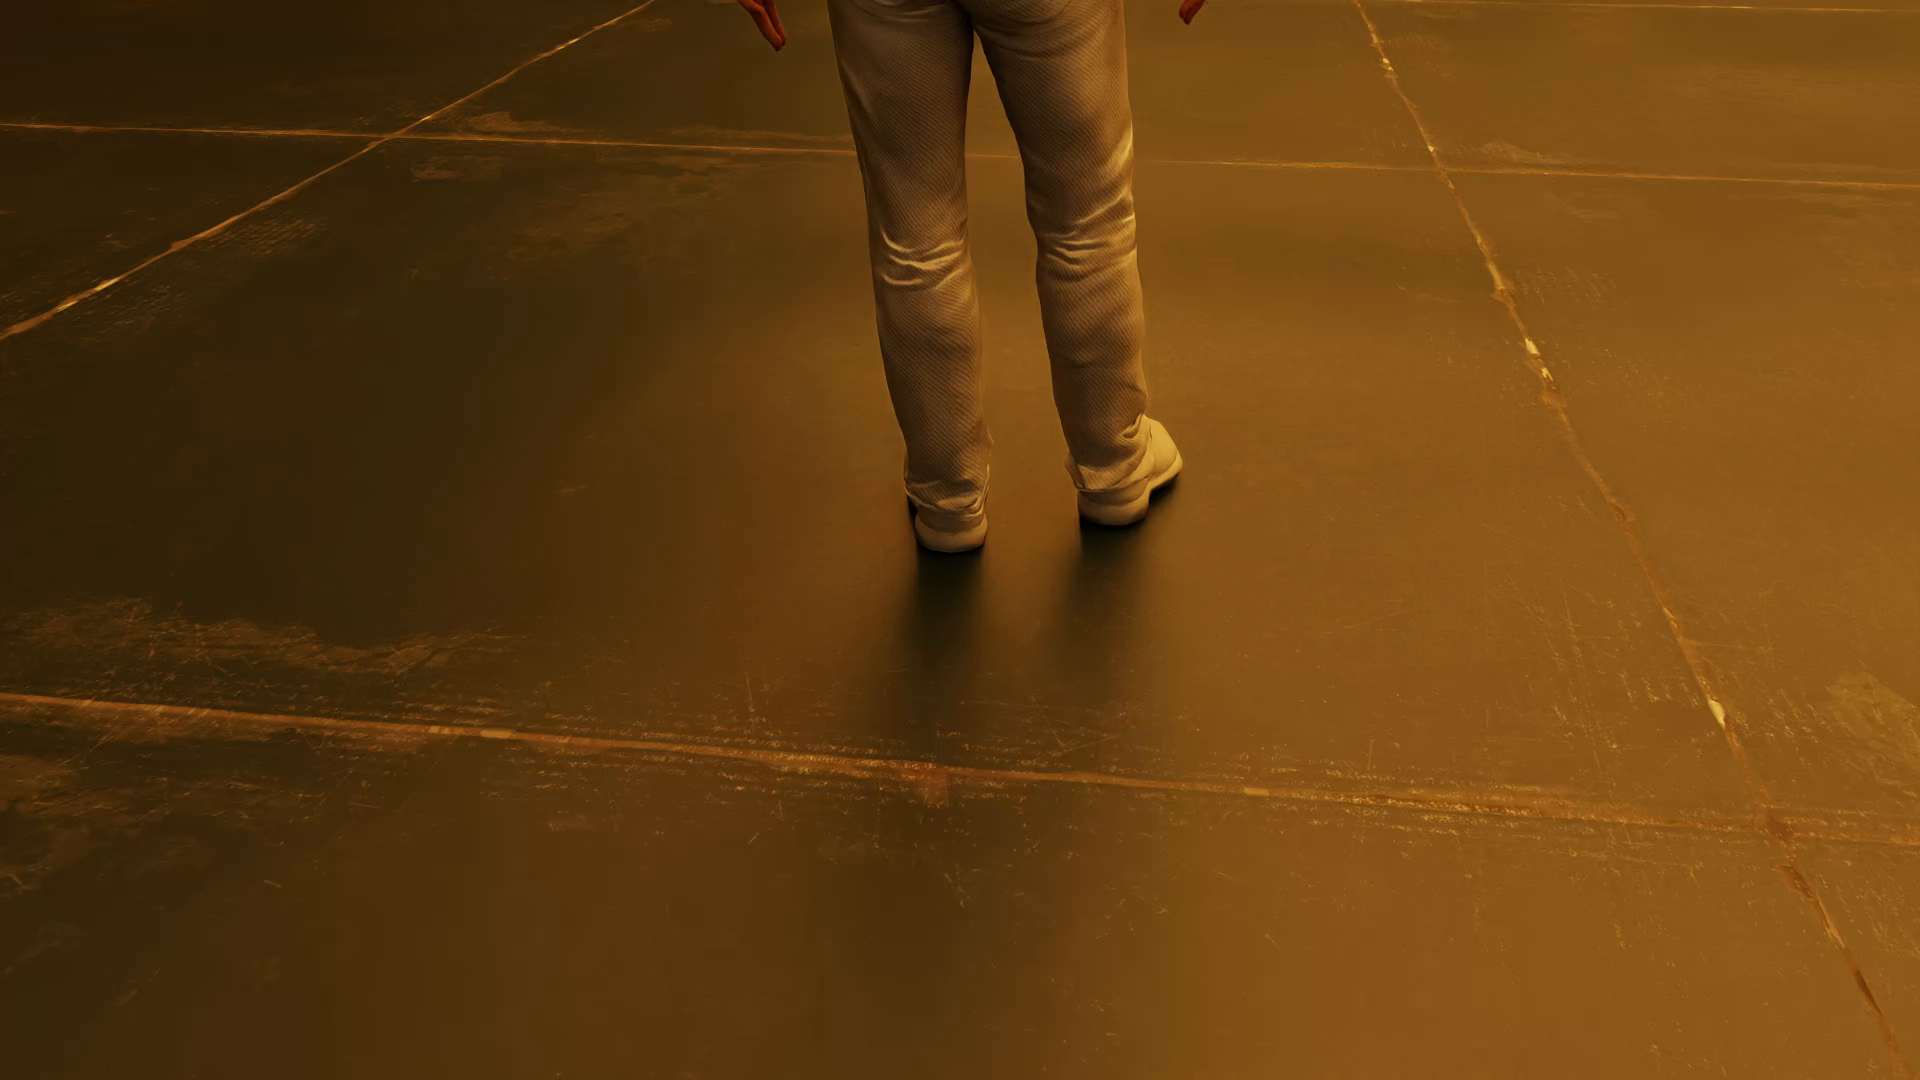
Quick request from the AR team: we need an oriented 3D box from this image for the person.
[{"bbox_3d":[0.015,-0.827,2.164,0.665,1.768,0.575,3,27,7],"label":"person"}]
